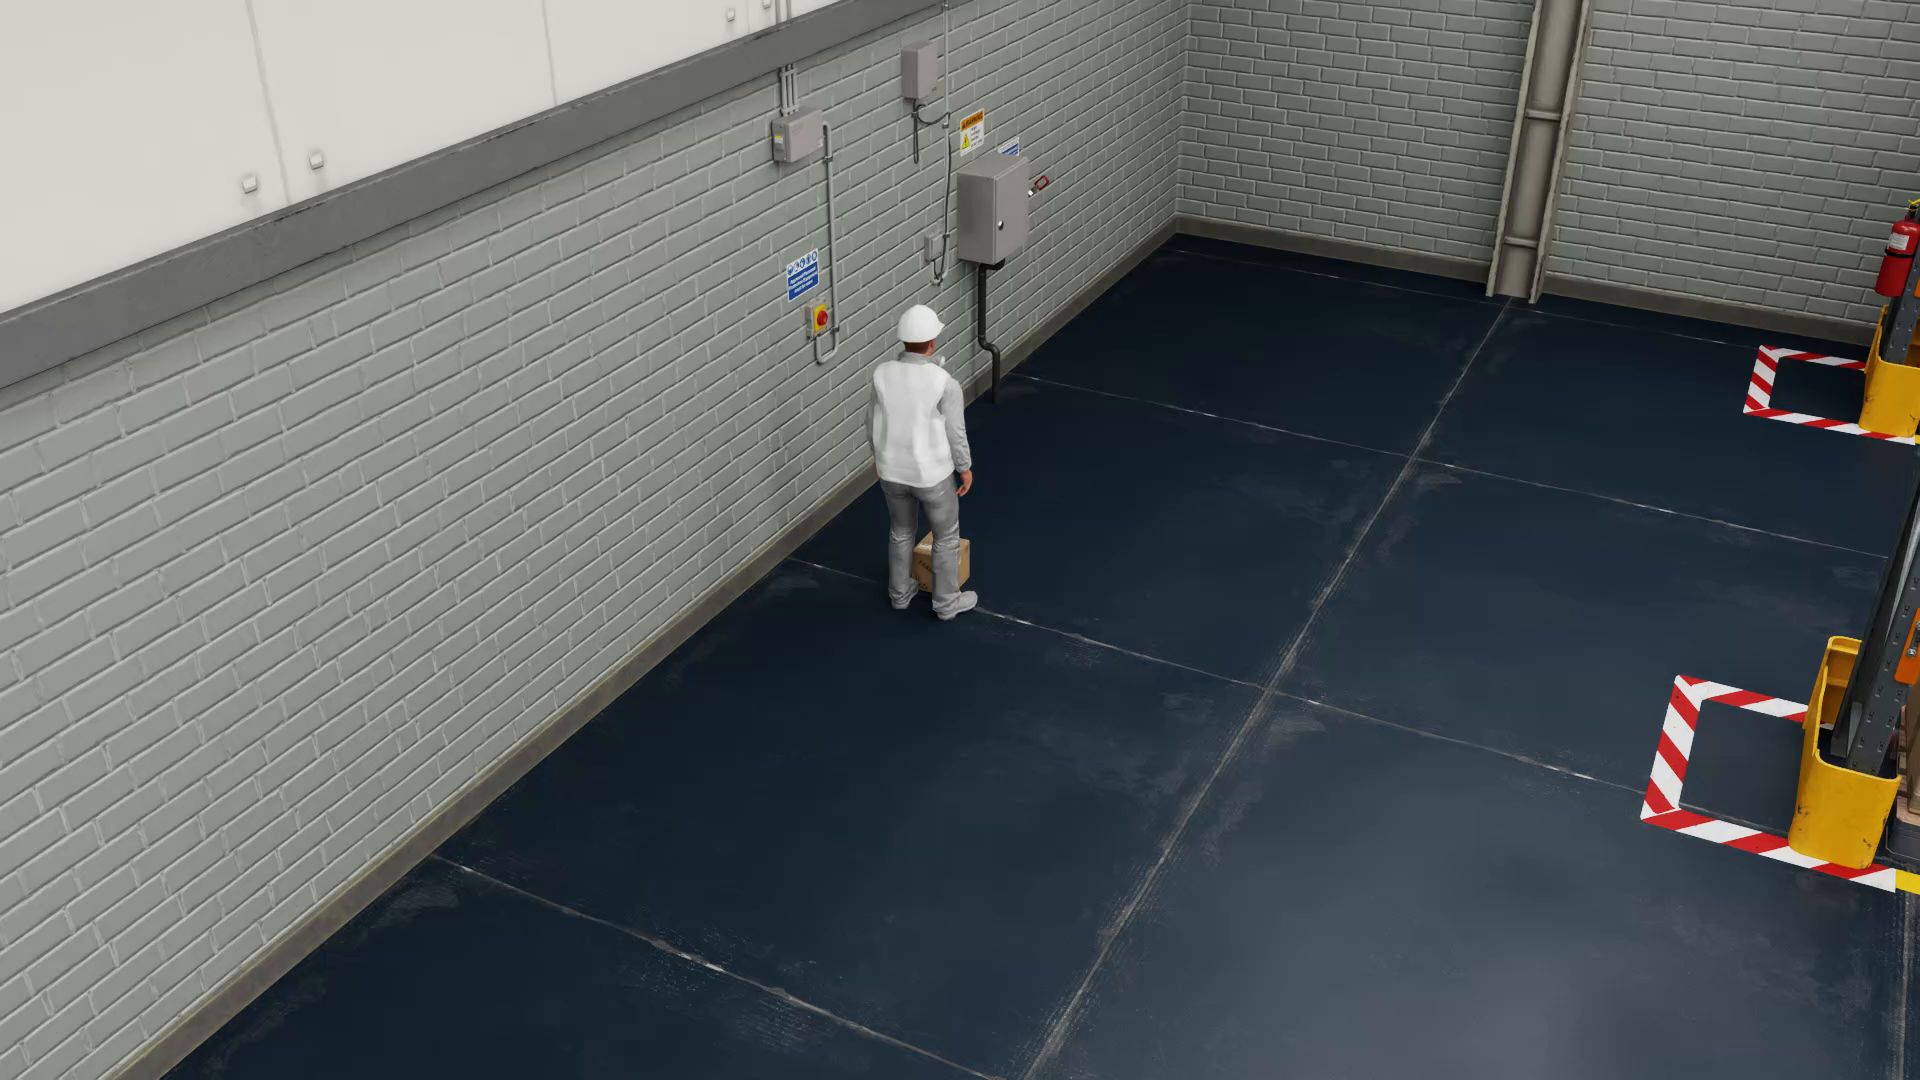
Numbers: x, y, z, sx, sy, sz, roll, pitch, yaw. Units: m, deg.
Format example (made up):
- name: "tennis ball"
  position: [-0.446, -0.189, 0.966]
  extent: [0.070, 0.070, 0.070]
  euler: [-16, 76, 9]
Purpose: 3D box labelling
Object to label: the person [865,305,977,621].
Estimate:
- name: "person"
  position: [-0.217, -0.405, 8.974]
  extent: [0.589, 1.769, 0.463]
  euler: [13, 32, 22]
